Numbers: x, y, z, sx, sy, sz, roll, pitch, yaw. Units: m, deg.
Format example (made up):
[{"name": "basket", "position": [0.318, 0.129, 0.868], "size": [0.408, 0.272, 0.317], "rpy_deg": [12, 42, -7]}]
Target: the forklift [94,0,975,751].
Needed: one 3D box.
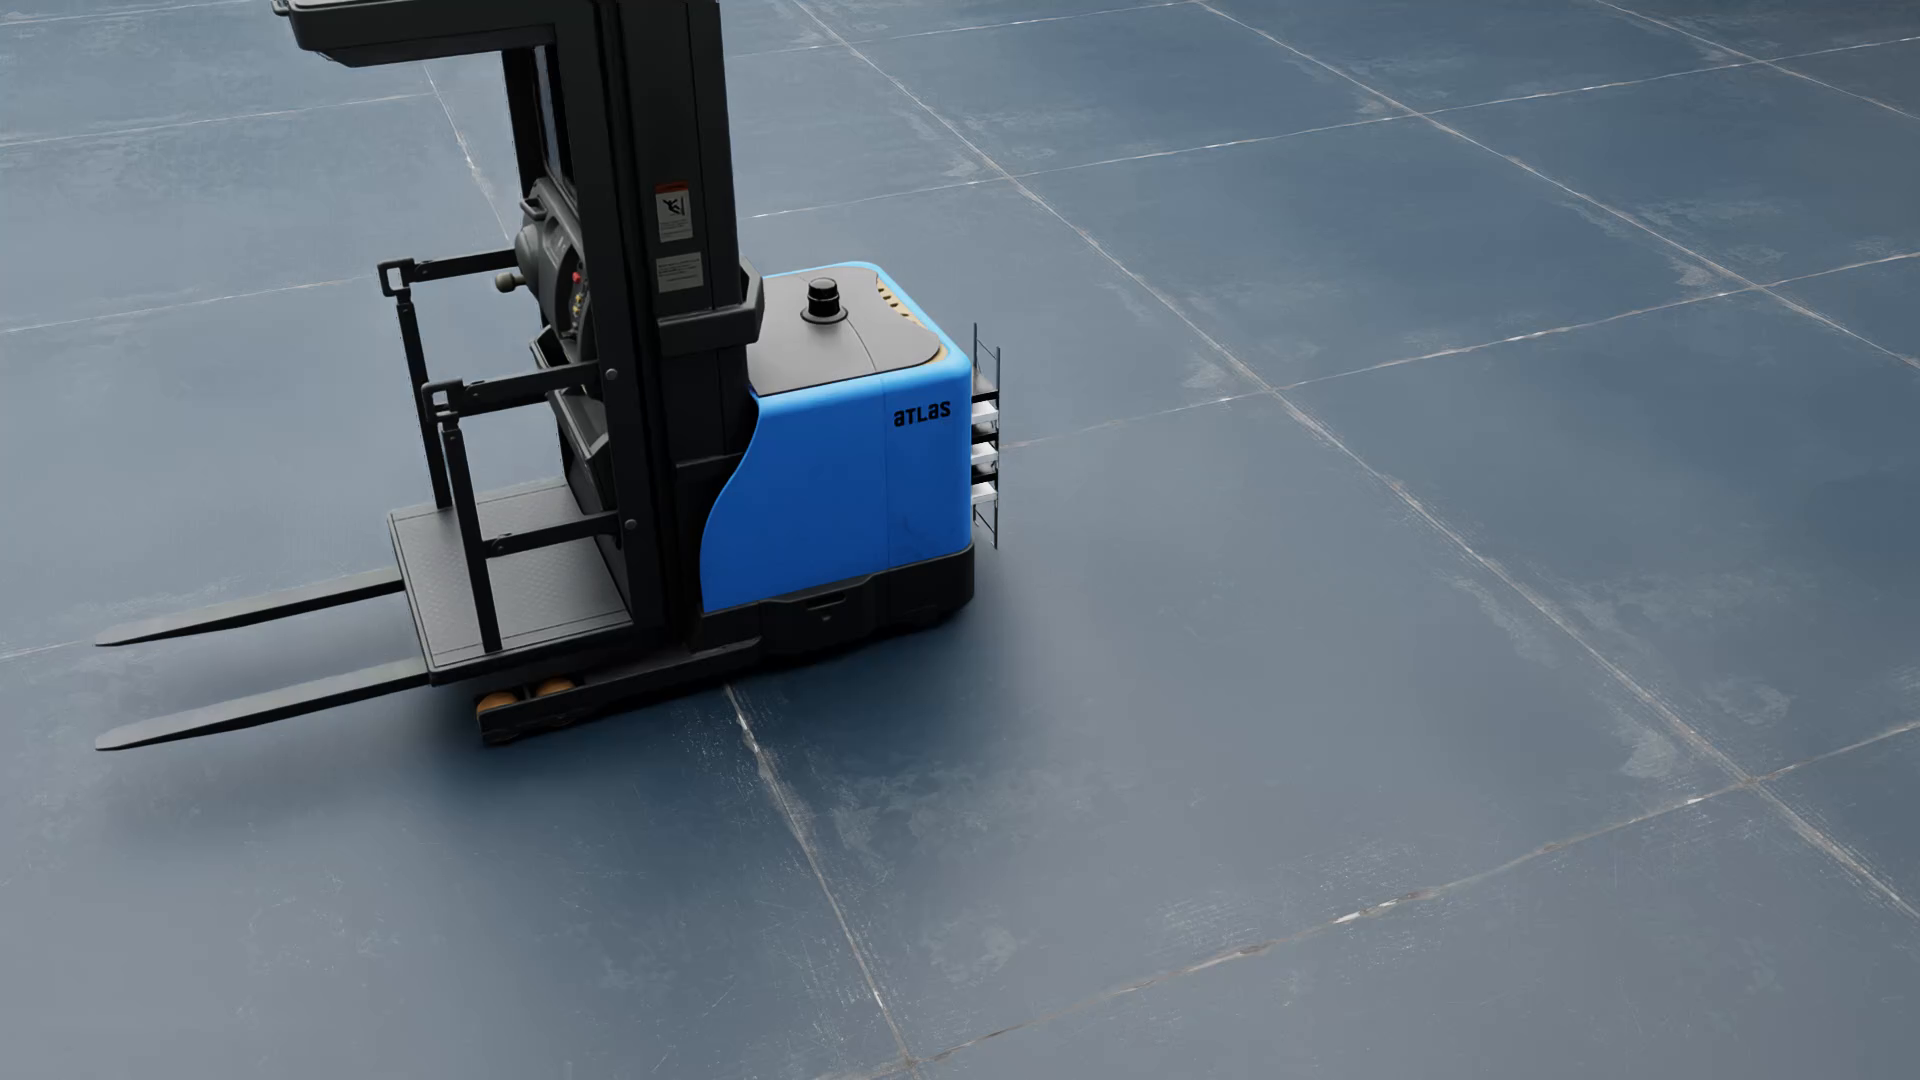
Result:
[{"name": "forklift", "position": [-1.509, -0.869, 5.398], "size": [3.031, 2.935, 1.130], "rpy_deg": [-13, 35, -20]}]

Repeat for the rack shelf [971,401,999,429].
[{"name": "rack shelf", "position": [0.007, -0.502, 6.427], "size": [0.200, 0.077, 0.258], "rpy_deg": [-13, 35, -19]}]

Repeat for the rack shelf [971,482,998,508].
[{"name": "rack shelf", "position": [0.007, -0.200, 6.624], "size": [0.200, 0.077, 0.258], "rpy_deg": [-13, 35, -19]}]

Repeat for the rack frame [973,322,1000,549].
[{"name": "rack frame", "position": [0.101, -0.400, 6.540], "size": [0.006, 0.900, 0.240], "rpy_deg": [-13, 35, -19]}]

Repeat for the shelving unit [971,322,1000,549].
[{"name": "shelving unit", "position": [0.007, -0.379, 6.507], "size": [0.210, 0.900, 0.258], "rpy_deg": [-13, 35, -19]}]

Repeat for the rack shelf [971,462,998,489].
[{"name": "rack shelf", "position": [0.007, -0.276, 6.574], "size": [0.200, 0.077, 0.258], "rpy_deg": [-13, 35, -19]}]

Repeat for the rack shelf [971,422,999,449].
[{"name": "rack shelf", "position": [0.007, -0.426, 6.476], "size": [0.200, 0.077, 0.258], "rpy_deg": [-13, 35, -19]}]

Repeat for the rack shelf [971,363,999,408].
[{"name": "rack shelf", "position": [0.007, -0.577, 6.378], "size": [0.200, 0.077, 0.258], "rpy_deg": [-13, 35, -19]}]

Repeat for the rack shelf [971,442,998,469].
[{"name": "rack shelf", "position": [0.007, -0.351, 6.525], "size": [0.200, 0.077, 0.258], "rpy_deg": [-13, 35, -19]}]
